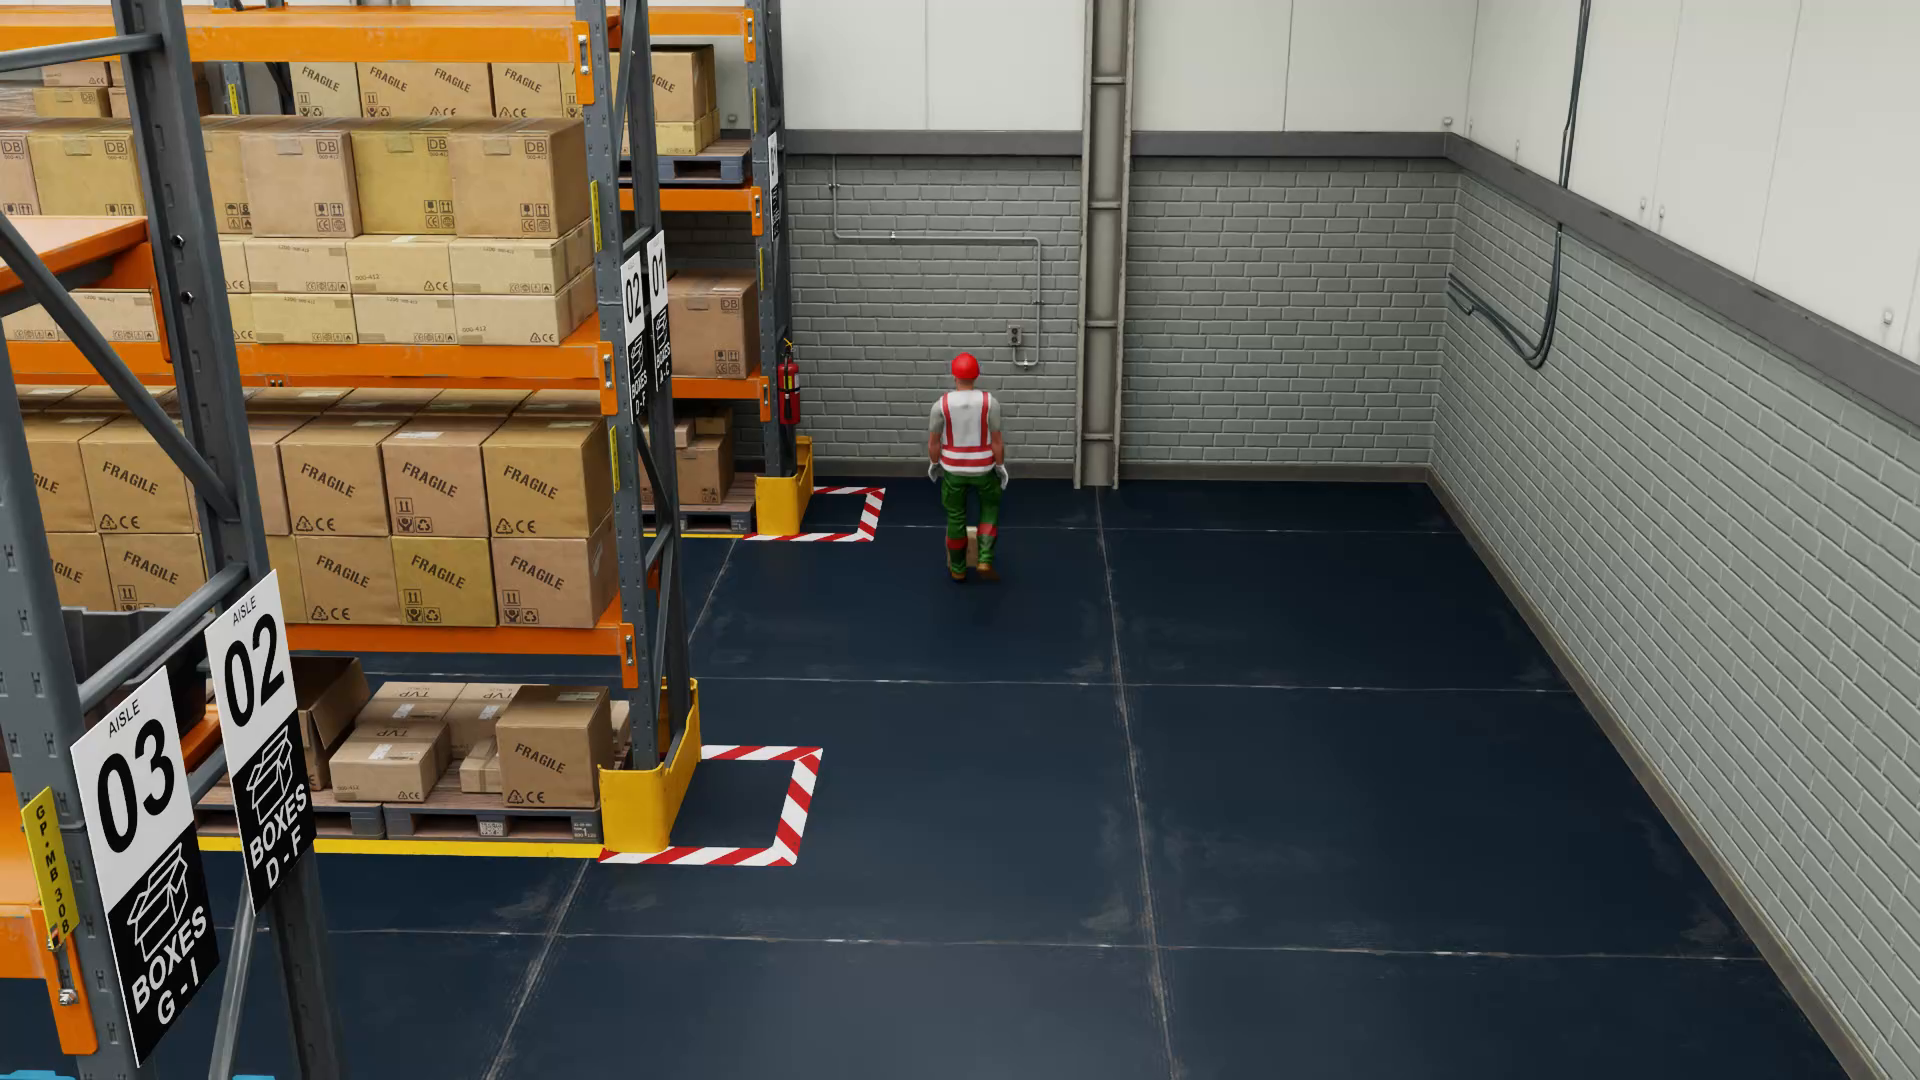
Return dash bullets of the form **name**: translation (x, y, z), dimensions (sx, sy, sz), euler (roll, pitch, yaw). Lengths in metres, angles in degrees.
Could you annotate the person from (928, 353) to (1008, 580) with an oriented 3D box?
- **person**: translation (0.061, -0.547, 12.424), dimensions (0.598, 1.798, 0.496), euler (0, 21, 0)
